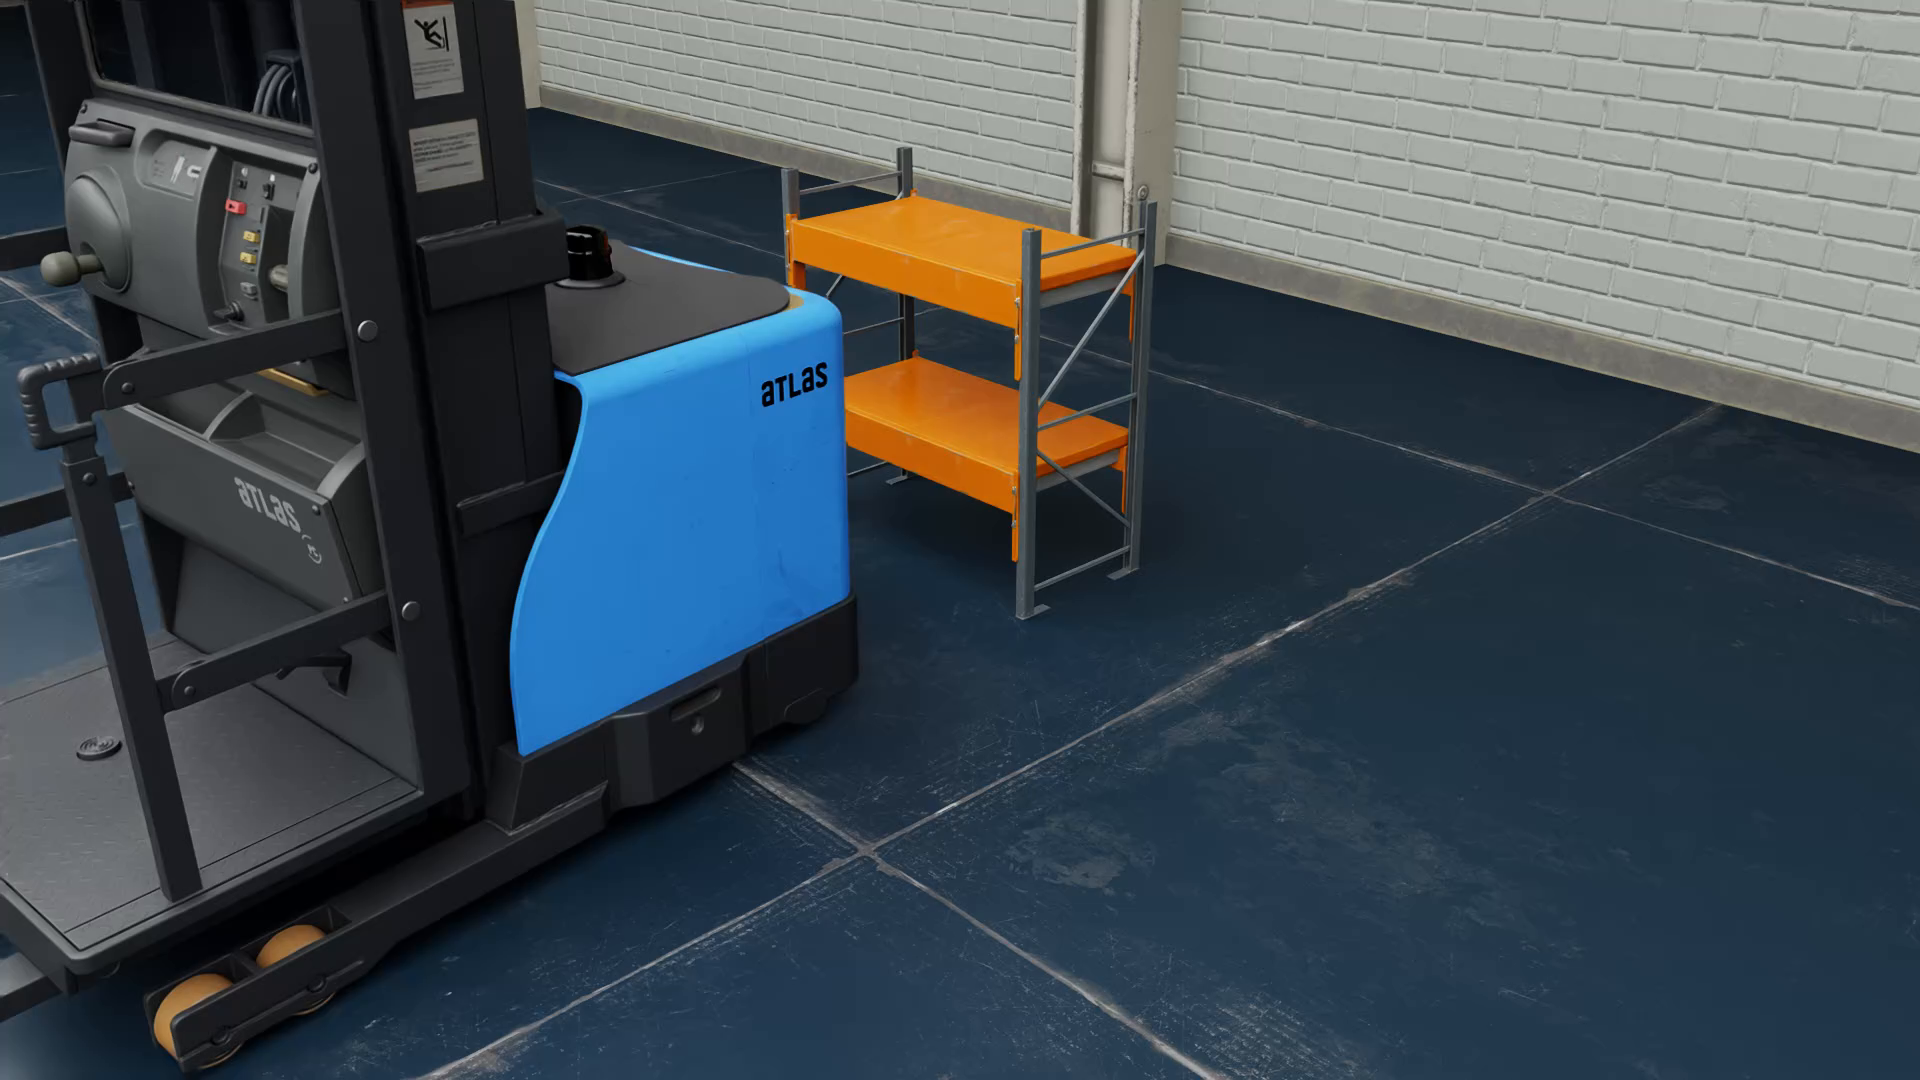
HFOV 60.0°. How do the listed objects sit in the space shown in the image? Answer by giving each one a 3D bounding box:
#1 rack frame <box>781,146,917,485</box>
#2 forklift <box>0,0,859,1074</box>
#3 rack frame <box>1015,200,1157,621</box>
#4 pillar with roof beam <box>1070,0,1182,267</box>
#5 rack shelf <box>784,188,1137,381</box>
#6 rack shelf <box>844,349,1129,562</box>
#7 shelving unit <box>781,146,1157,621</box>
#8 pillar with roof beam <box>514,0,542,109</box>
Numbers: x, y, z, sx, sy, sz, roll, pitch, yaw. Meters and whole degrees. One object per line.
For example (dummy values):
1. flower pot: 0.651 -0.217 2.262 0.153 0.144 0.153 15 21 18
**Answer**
1. rack frame: -0.343 -0.664 5.350 0.500 1.125 0.032 -21 32 -38
2. forklift: -1.602 -0.588 3.009 1.130 2.935 3.031 20 31 36
3. rack frame: 0.352 -0.356 4.674 0.500 1.125 0.032 -21 32 -38
4. pillar with roof beam: -2.348 -4.272 3.773 9.100 9.000 0.400 -21 32 -38
5. rack shelf: 0.005 -0.776 4.891 0.538 0.278 1.000 -21 32 -38
6. rack shelf: 0.005 -0.287 5.114 0.538 0.278 1.000 -21 32 -38
7. shelving unit: 0.005 -0.510 5.012 0.538 1.125 1.048 -21 32 -38
8. pillar with roof beam: -6.449 -6.090 7.758 9.100 9.000 0.400 -21 32 -38
